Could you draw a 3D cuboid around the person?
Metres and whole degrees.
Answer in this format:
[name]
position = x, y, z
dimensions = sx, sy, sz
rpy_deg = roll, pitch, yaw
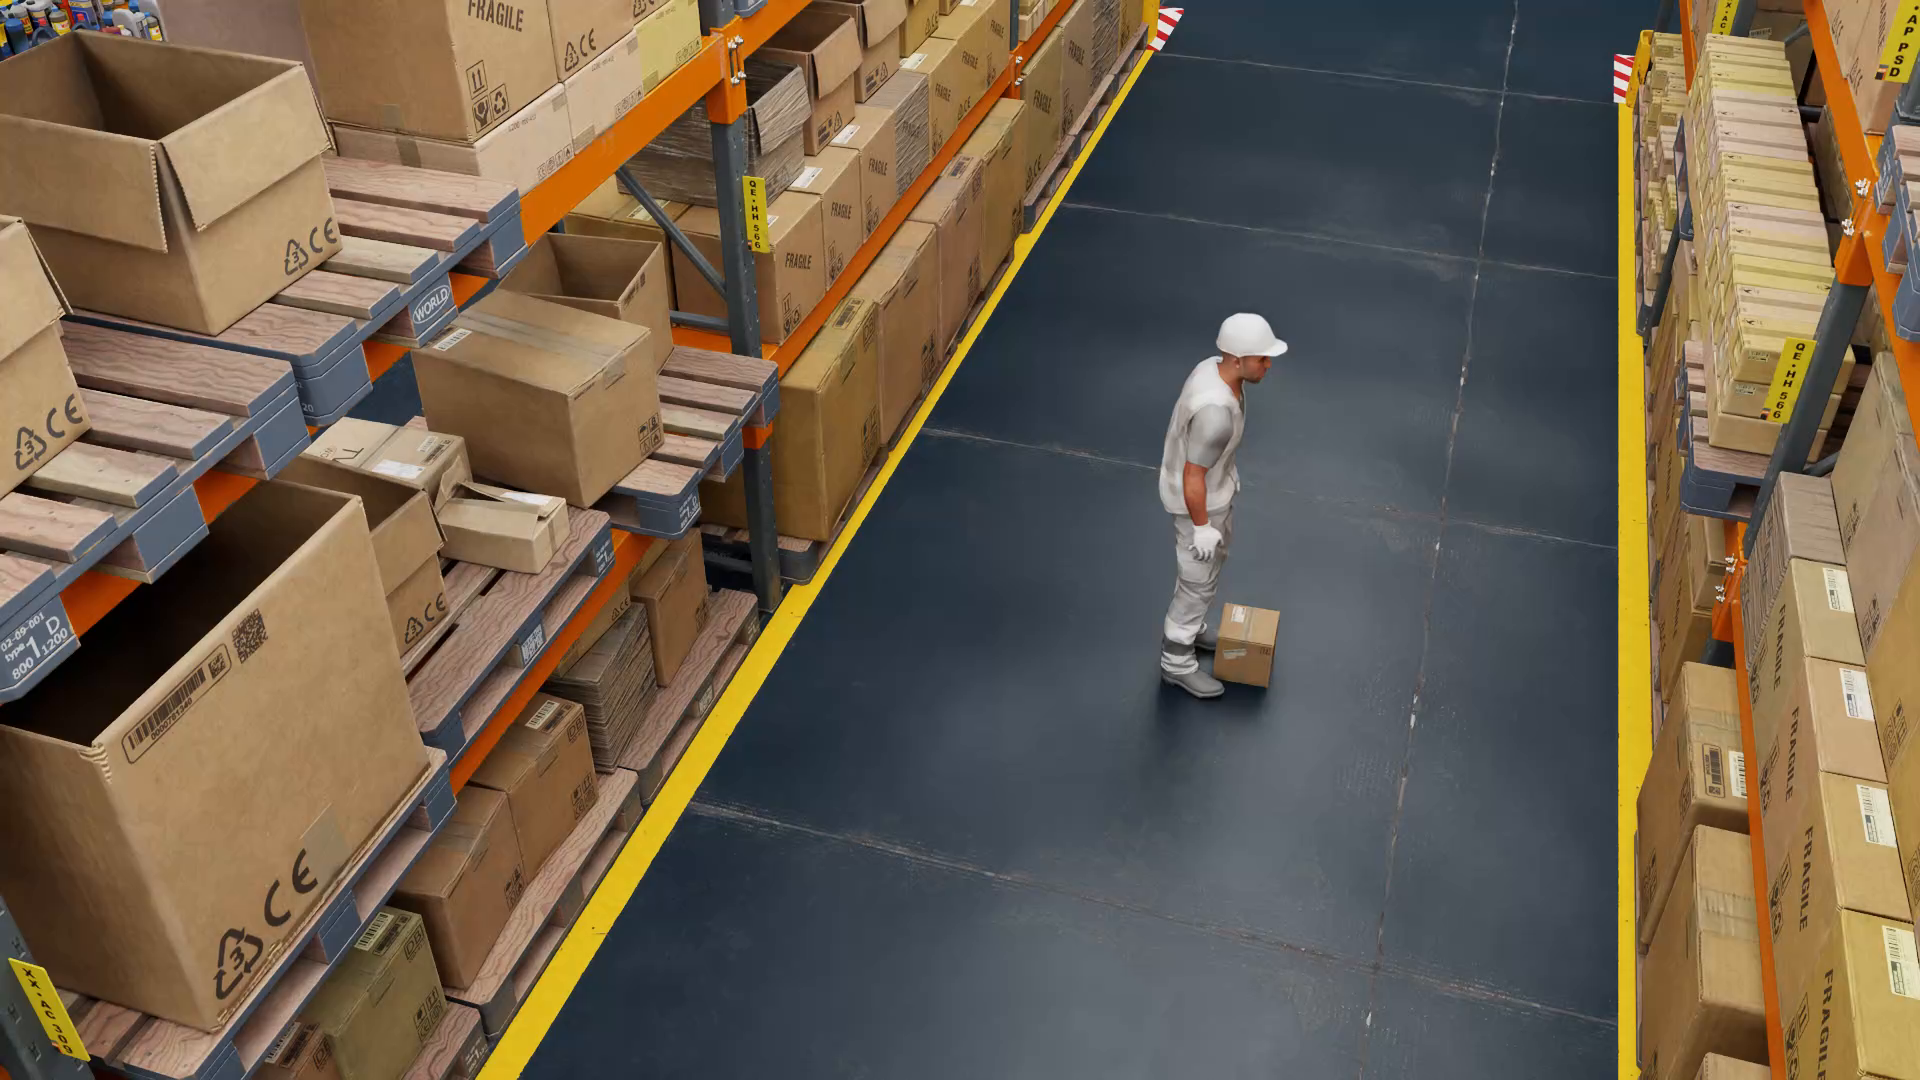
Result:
[person]
position = 1.079, -0.170, 7.108
dimensions = 0.455, 1.779, 0.610
rpy_deg = 10, 38, 13
